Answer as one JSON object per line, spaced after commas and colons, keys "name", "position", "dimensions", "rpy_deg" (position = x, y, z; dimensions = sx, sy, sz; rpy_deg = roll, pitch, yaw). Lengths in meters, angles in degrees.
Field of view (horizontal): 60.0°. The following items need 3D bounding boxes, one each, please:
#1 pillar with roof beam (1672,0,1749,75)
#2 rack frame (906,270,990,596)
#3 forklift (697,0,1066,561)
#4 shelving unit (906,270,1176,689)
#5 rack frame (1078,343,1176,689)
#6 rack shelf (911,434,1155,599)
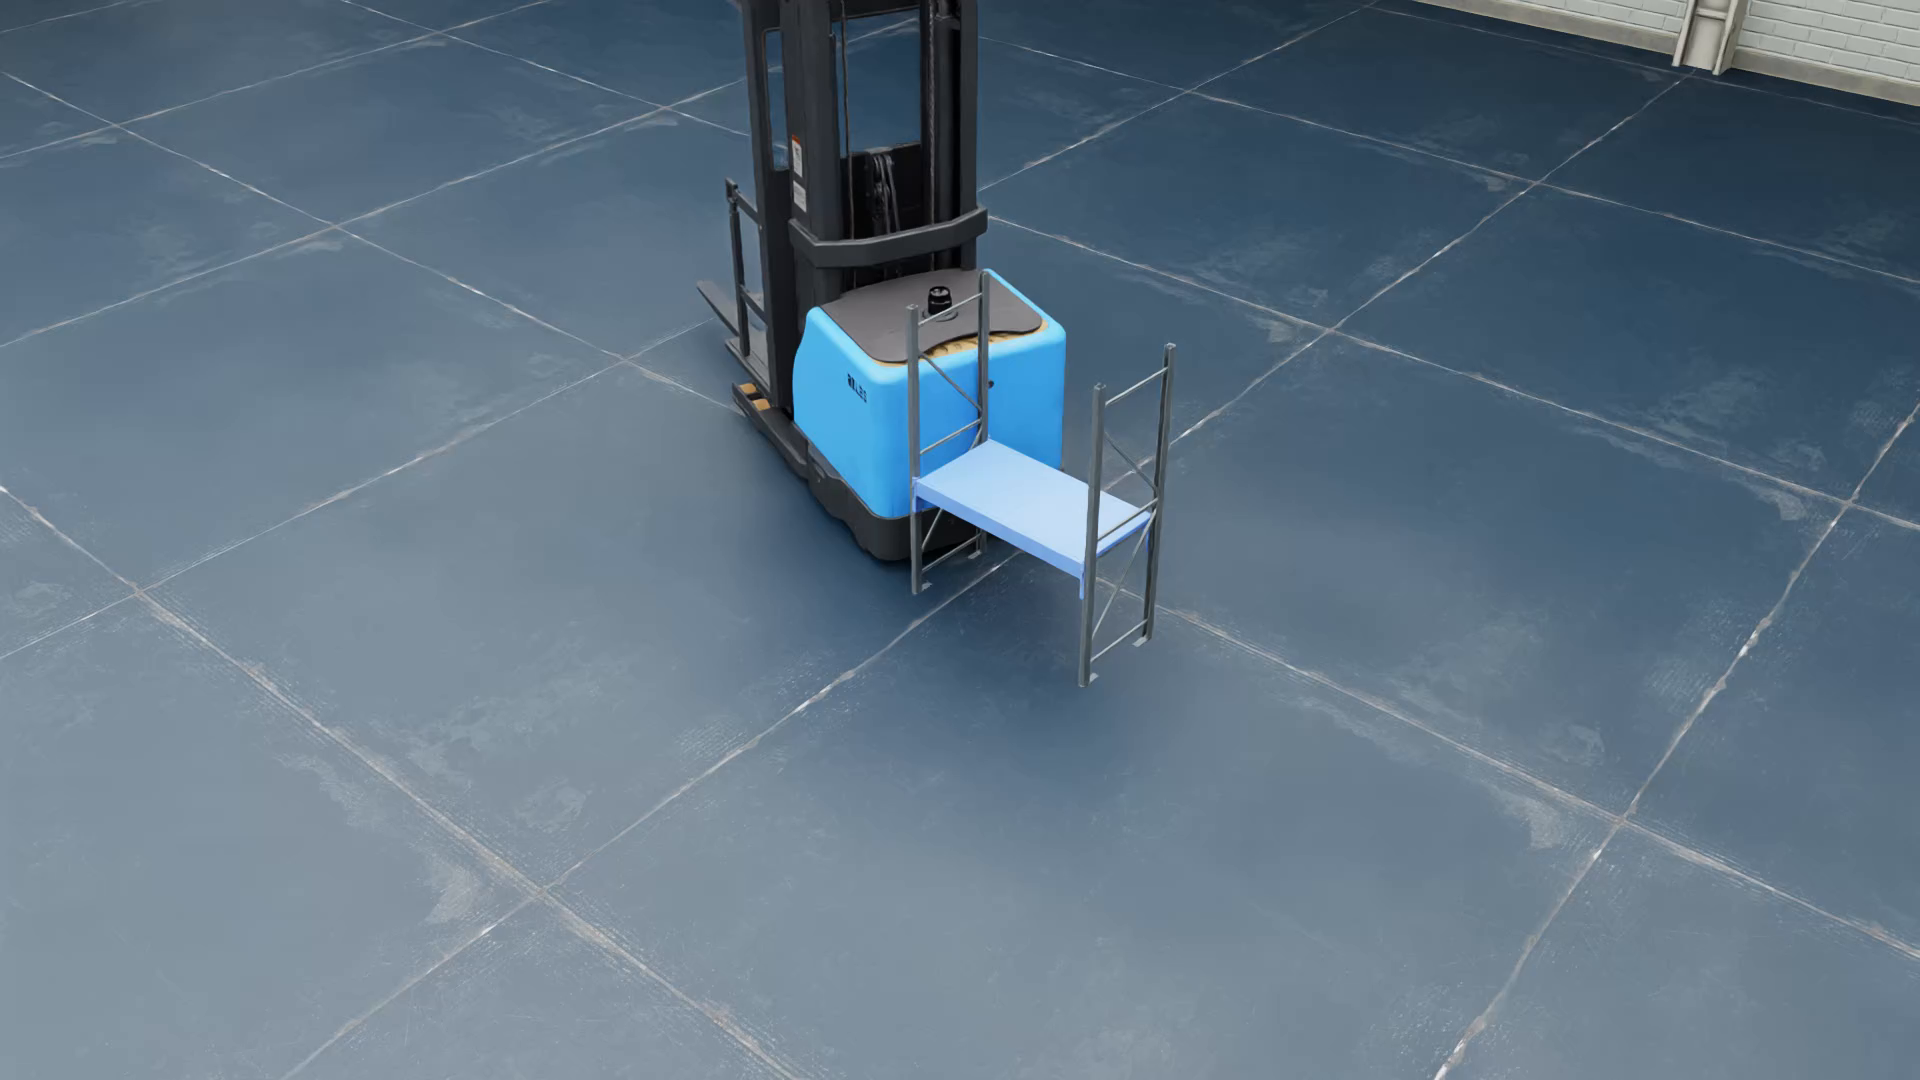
{"name": "pillar with roof beam", "position": [3.538, -5.862, 8.836], "dimensions": [0.400, 9.000, 9.100], "rpy_deg": [25, 42, 32]}
{"name": "rack frame", "position": [-0.049, -0.465, 7.602], "dimensions": [0.032, 1.500, 0.500], "rpy_deg": [28, 43, 34]}
{"name": "forklift", "position": [-0.611, -1.925, 8.464], "dimensions": [1.130, 2.935, 3.031], "rpy_deg": [-16, 38, -22]}
{"name": "shelving unit", "position": [0.325, -0.270, 7.318], "dimensions": [1.048, 1.500, 0.538], "rpy_deg": [28, 43, 34]}
{"name": "rack frame", "position": [0.699, -0.075, 7.034], "dimensions": [0.032, 1.500, 0.500], "rpy_deg": [28, 43, 34]}
{"name": "rack shelf", "position": [0.325, -0.122, 7.420], "dimensions": [1.000, 0.185, 0.538], "rpy_deg": [28, 43, 34]}
